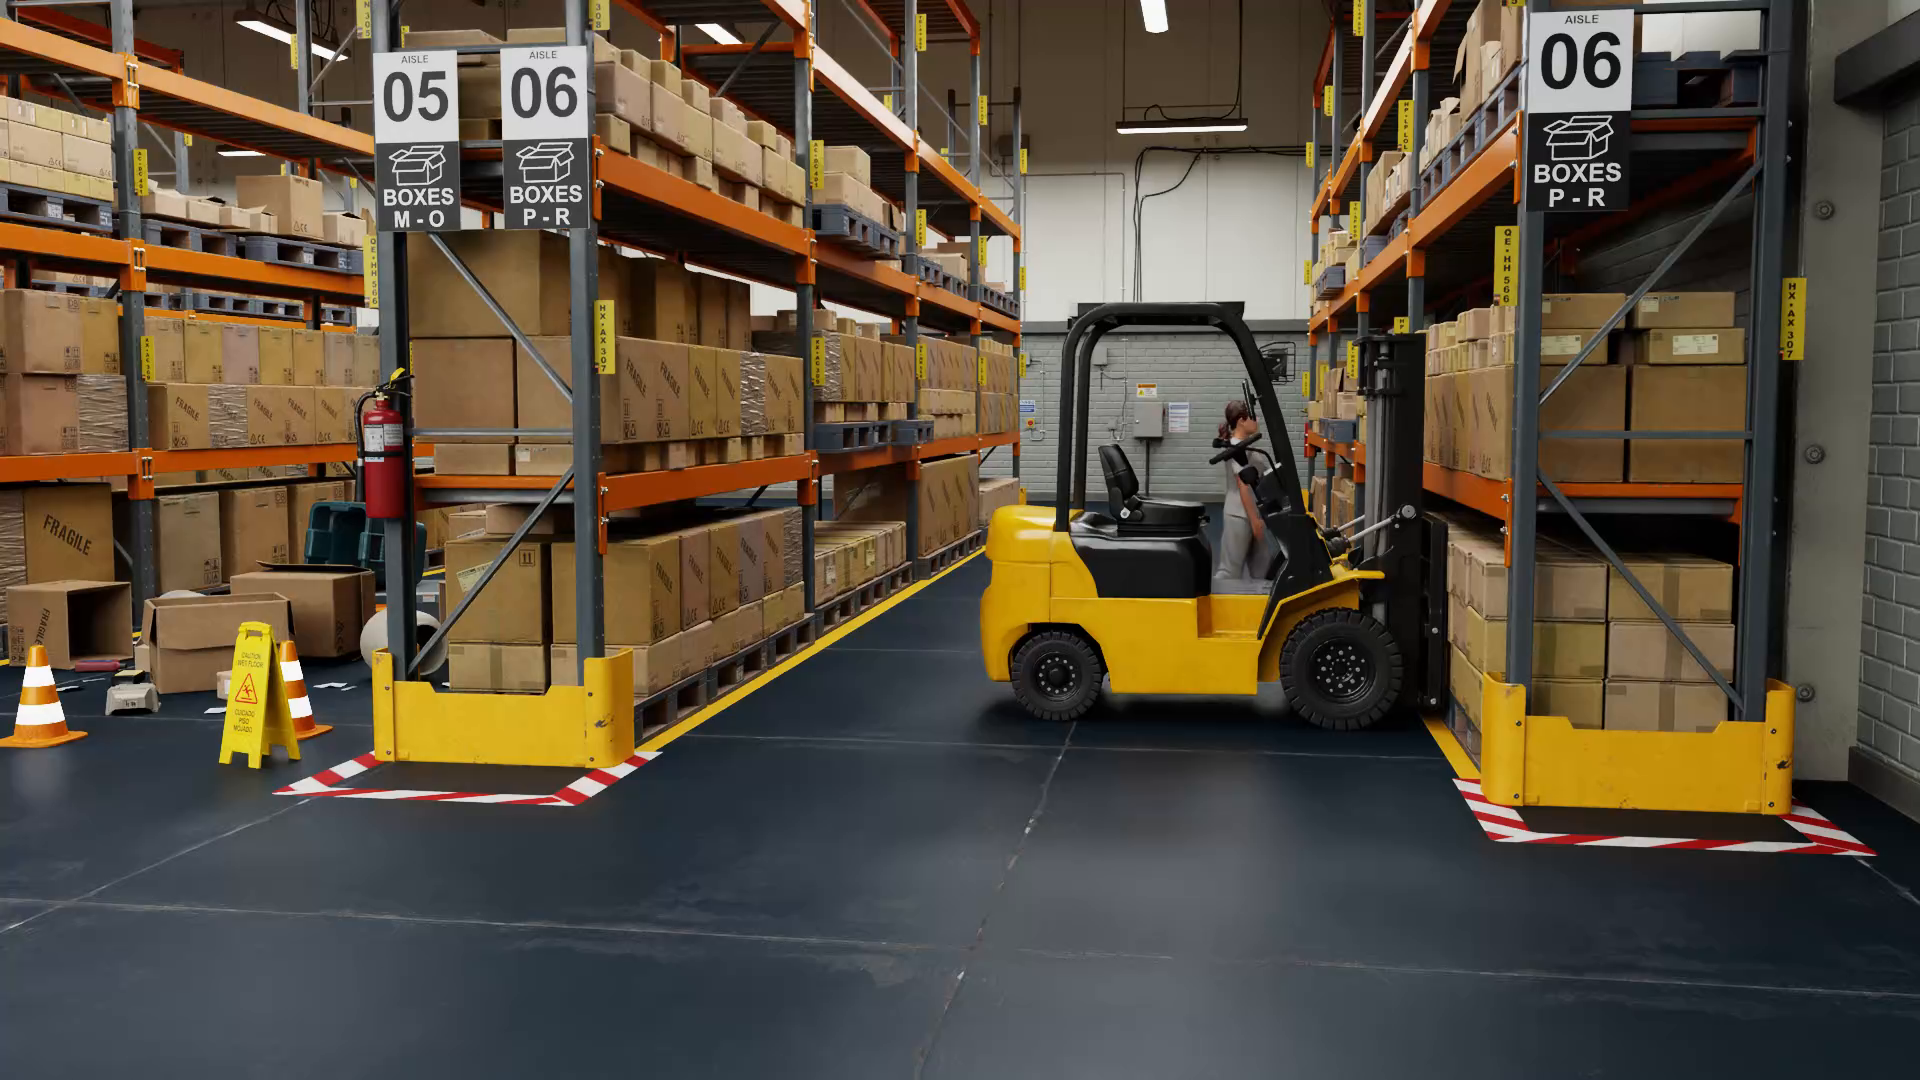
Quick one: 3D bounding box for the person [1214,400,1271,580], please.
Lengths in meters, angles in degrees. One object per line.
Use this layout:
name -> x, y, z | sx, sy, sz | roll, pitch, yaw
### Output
person -> 2.035, -0.133, 11.458 | 0.733, 1.661, 0.448 | 1, 5, 9
